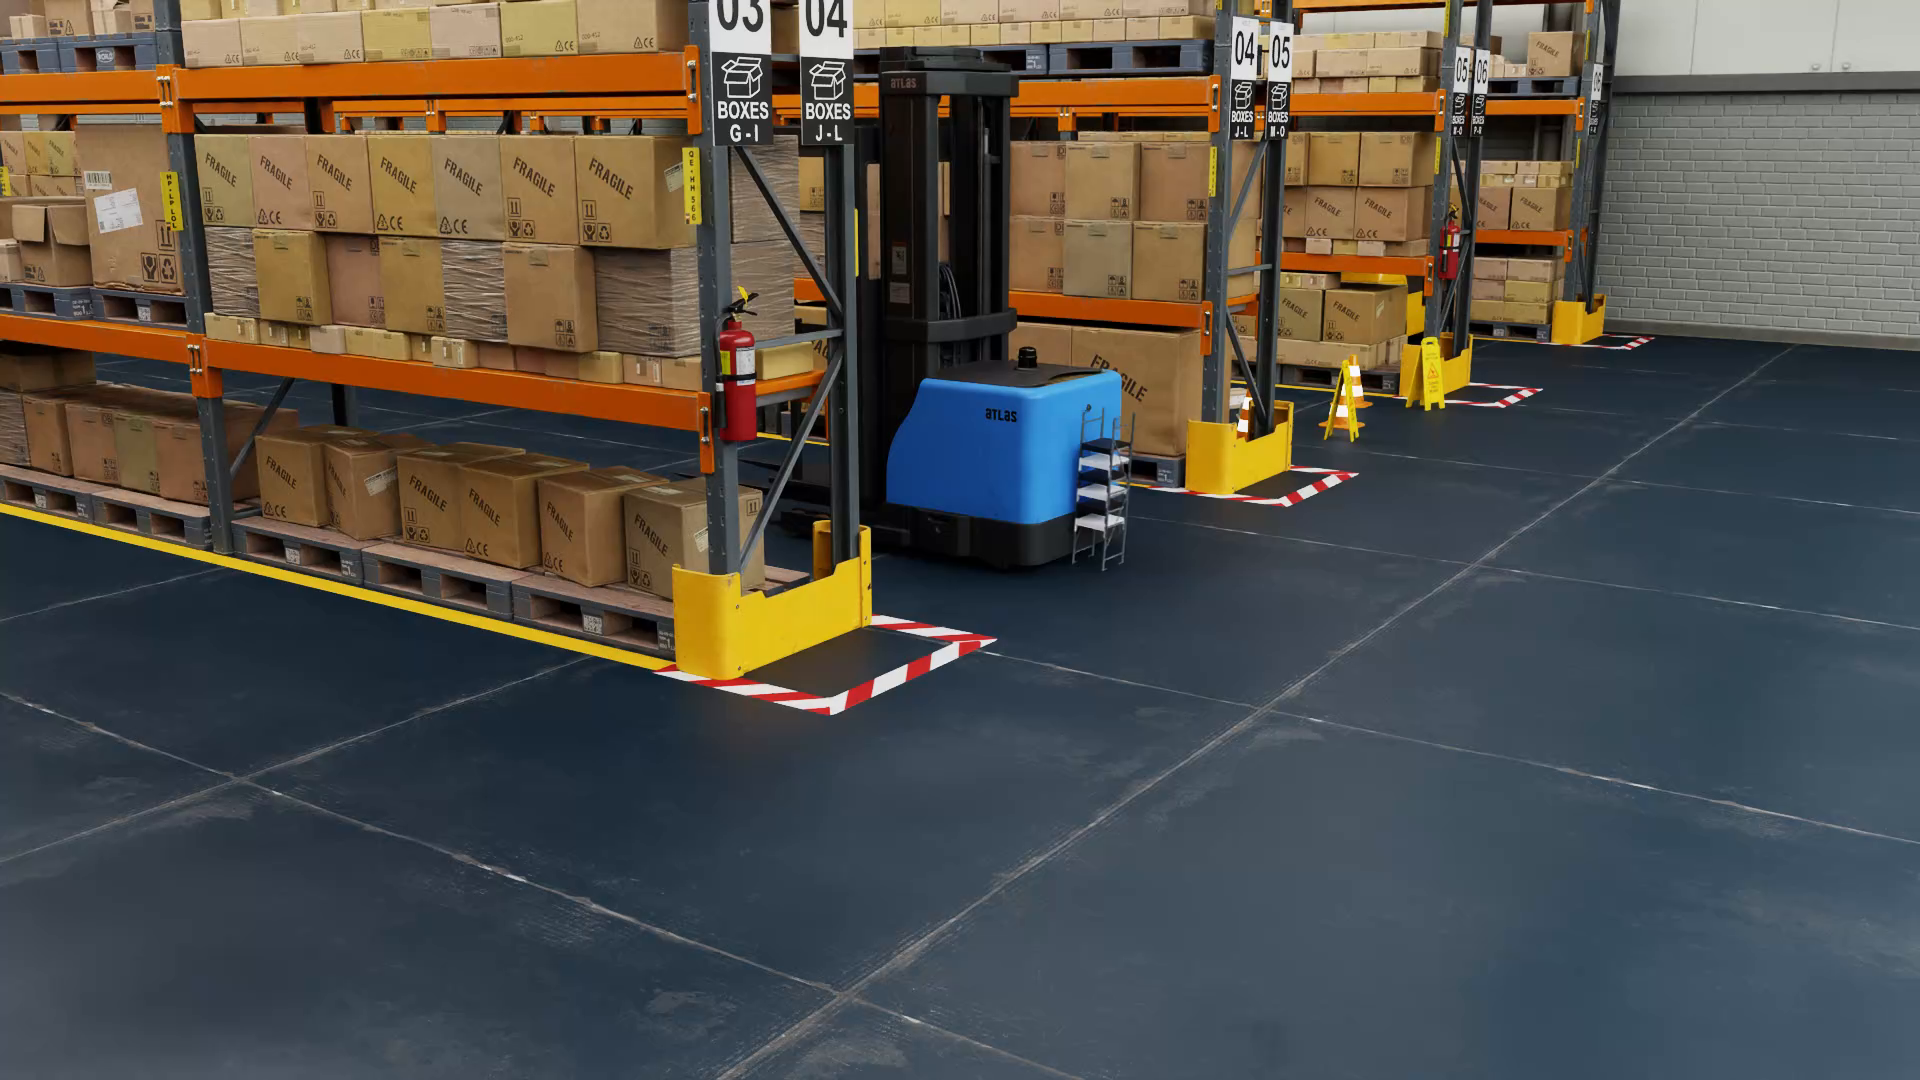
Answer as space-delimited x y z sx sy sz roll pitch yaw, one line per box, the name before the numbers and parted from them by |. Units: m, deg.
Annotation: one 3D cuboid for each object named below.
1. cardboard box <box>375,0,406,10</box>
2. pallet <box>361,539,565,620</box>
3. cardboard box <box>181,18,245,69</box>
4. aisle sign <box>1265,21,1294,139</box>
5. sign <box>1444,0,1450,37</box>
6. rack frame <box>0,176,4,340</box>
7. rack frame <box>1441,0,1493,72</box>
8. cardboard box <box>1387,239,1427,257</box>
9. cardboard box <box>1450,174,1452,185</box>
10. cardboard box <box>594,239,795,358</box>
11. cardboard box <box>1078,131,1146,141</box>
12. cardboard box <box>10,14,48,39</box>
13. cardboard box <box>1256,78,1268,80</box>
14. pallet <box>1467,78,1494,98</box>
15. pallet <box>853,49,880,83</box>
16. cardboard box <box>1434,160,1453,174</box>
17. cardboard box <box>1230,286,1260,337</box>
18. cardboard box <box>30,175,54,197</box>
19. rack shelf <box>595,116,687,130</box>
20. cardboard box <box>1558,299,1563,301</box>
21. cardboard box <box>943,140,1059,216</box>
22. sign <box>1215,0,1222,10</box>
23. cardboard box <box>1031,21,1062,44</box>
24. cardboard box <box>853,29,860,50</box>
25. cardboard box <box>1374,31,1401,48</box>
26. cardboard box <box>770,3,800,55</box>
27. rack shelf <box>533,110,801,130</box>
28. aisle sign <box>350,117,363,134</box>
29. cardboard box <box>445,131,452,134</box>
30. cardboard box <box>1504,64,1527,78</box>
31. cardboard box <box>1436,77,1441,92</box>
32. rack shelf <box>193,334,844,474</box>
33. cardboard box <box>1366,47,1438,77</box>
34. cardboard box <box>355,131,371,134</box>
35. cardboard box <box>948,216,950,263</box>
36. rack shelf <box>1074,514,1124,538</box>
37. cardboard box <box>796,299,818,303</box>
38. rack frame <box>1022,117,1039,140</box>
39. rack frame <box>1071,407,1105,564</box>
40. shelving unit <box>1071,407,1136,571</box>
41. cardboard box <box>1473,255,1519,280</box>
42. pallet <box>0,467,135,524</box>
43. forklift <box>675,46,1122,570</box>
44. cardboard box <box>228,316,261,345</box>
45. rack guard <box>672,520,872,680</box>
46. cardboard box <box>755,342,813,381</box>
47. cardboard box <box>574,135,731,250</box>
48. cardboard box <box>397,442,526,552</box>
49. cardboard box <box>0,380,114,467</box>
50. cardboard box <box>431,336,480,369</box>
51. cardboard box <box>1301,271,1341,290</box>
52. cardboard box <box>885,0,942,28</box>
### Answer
cardboard box | -2.722 -2.742 8.399 0.250 0.149 0.380 10 17 34
pallet | -2.562 0.134 9.341 1.213 0.211 1.003 9 17 33
cardboard box | -3.925 -2.738 9.209 0.500 0.250 0.500 8 16 31
aisle sign | 2.242 -3.217 11.666 0.004 0.787 0.394 9 17 33
sign | 4.368 -4.683 14.914 0.005 0.325 0.100 9 17 33
rack frame | -7.475 -2.002 12.169 0.127 3.000 1.000 9 17 33
rack frame | 4.694 -5.817 15.096 0.127 3.000 1.000 9 17 33
cardboard box | 4.265 -2.791 15.877 0.250 0.149 0.380 10 17 35
cardboard box | 5.939 -4.417 20.364 0.250 0.149 0.380 9 17 33
cardboard box | -1.277 -1.201 8.107 0.500 0.500 0.875 9 17 33
cardboard box | 1.619 -4.018 17.403 0.500 0.500 0.700 9 17 32
cardboard box | -5.767 -3.244 10.554 0.250 0.166 0.380 9 16 31
cardboard box | 2.943 -4.428 16.251 0.250 0.149 0.380 9 16 32
pallet | 5.873 -5.572 20.531 1.213 0.211 1.003 9 17 33
pallet | -0.630 -3.742 13.141 1.213 0.211 1.003 9 17 33
cardboard box | 5.932 -4.560 20.326 0.250 0.149 0.380 10 17 34
cardboard box | 3.034 -2.332 16.790 0.500 0.500 0.500 9 16 32
cardboard box | -10.584 -4.061 19.660 0.500 0.500 0.500 9 17 33
rack shelf | -4.155 -6.880 27.127 4.000 0.370 1.077 9 17 33
cardboard box | 7.163 -2.869 20.520 0.500 0.250 0.500 9 17 33
cardboard box | 0.320 -2.762 12.678 0.500 0.550 0.875 9 17 33
sign | 1.701 -3.646 10.888 0.005 0.325 0.100 9 17 33
cardboard box | 0.706 -3.605 11.841 0.250 0.149 0.380 9 16 32
cardboard box | -0.769 -3.843 12.803 0.250 0.149 0.380 9 17 33
cardboard box | 4.056 -4.655 15.507 0.250 0.149 0.380 10 17 34
cardboard box | -1.092 -2.429 7.961 0.500 0.250 0.500 10 17 34
rack shelf | -3.603 -5.353 20.960 4.000 0.370 1.077 9 17 33
aisle sign | -8.803 -6.265 23.978 0.004 0.787 0.394 9 17 33
cardboard box | -6.934 -5.555 22.883 0.250 0.149 0.380 9 17 33
cardboard box | 6.605 -5.532 19.628 0.250 0.149 0.380 9 16 31
cardboard box | 4.600 -4.349 15.928 0.250 0.149 0.380 9 17 33
rack shelf | -2.496 -0.848 9.005 4.000 0.370 1.077 9 17 33
cardboard box | 4.119 -4.448 15.499 0.500 0.250 0.500 9 16 32
cardboard box | -8.442 -5.797 23.859 0.250 0.149 0.380 10 17 34
cardboard box | 0.356 -2.251 12.860 0.500 0.550 0.875 9 17 33
rack shelf | 0.818 -0.092 9.682 0.200 0.077 0.258 14 19 33
cardboard box | -1.481 -2.829 20.102 0.625 0.372 0.950 8 16 29
rack frame | 0.823 -4.968 24.151 0.127 3.000 1.000 9 17 33
rack frame | 0.747 -0.317 9.679 0.006 0.900 0.240 14 19 33
shelving unit | 0.829 -0.296 9.623 0.210 0.900 0.258 14 19 33
cardboard box | 6.478 -3.317 20.247 0.500 0.250 0.500 10 17 34
pallet | -5.819 -0.380 11.418 1.213 0.211 1.003 9 17 33
forklift | -0.507 -1.511 10.328 3.031 2.935 1.130 10 17 35
cardboard box | -3.945 -1.219 9.527 0.250 0.149 0.380 9 17 33
rack guard | -0.899 0.274 8.176 0.348 0.500 1.175 9 17 33
cardboard box | -0.940 -0.893 8.211 0.250 0.149 0.380 9 17 33
cardboard box | -1.431 -1.632 7.766 0.500 0.500 0.500 9 17 33
cardboard box | -2.807 -0.252 9.425 0.500 0.500 0.500 8 16 28
cardboard box | -6.440 -0.845 11.779 0.500 0.500 0.700 8 16 28
cardboard box | -2.491 -0.985 8.581 0.250 0.149 0.380 9 17 33
cardboard box | 3.542 -2.544 16.297 0.250 0.149 0.380 10 17 34
cardboard box | -0.215 -3.965 12.466 0.500 0.250 0.500 9 16 32
